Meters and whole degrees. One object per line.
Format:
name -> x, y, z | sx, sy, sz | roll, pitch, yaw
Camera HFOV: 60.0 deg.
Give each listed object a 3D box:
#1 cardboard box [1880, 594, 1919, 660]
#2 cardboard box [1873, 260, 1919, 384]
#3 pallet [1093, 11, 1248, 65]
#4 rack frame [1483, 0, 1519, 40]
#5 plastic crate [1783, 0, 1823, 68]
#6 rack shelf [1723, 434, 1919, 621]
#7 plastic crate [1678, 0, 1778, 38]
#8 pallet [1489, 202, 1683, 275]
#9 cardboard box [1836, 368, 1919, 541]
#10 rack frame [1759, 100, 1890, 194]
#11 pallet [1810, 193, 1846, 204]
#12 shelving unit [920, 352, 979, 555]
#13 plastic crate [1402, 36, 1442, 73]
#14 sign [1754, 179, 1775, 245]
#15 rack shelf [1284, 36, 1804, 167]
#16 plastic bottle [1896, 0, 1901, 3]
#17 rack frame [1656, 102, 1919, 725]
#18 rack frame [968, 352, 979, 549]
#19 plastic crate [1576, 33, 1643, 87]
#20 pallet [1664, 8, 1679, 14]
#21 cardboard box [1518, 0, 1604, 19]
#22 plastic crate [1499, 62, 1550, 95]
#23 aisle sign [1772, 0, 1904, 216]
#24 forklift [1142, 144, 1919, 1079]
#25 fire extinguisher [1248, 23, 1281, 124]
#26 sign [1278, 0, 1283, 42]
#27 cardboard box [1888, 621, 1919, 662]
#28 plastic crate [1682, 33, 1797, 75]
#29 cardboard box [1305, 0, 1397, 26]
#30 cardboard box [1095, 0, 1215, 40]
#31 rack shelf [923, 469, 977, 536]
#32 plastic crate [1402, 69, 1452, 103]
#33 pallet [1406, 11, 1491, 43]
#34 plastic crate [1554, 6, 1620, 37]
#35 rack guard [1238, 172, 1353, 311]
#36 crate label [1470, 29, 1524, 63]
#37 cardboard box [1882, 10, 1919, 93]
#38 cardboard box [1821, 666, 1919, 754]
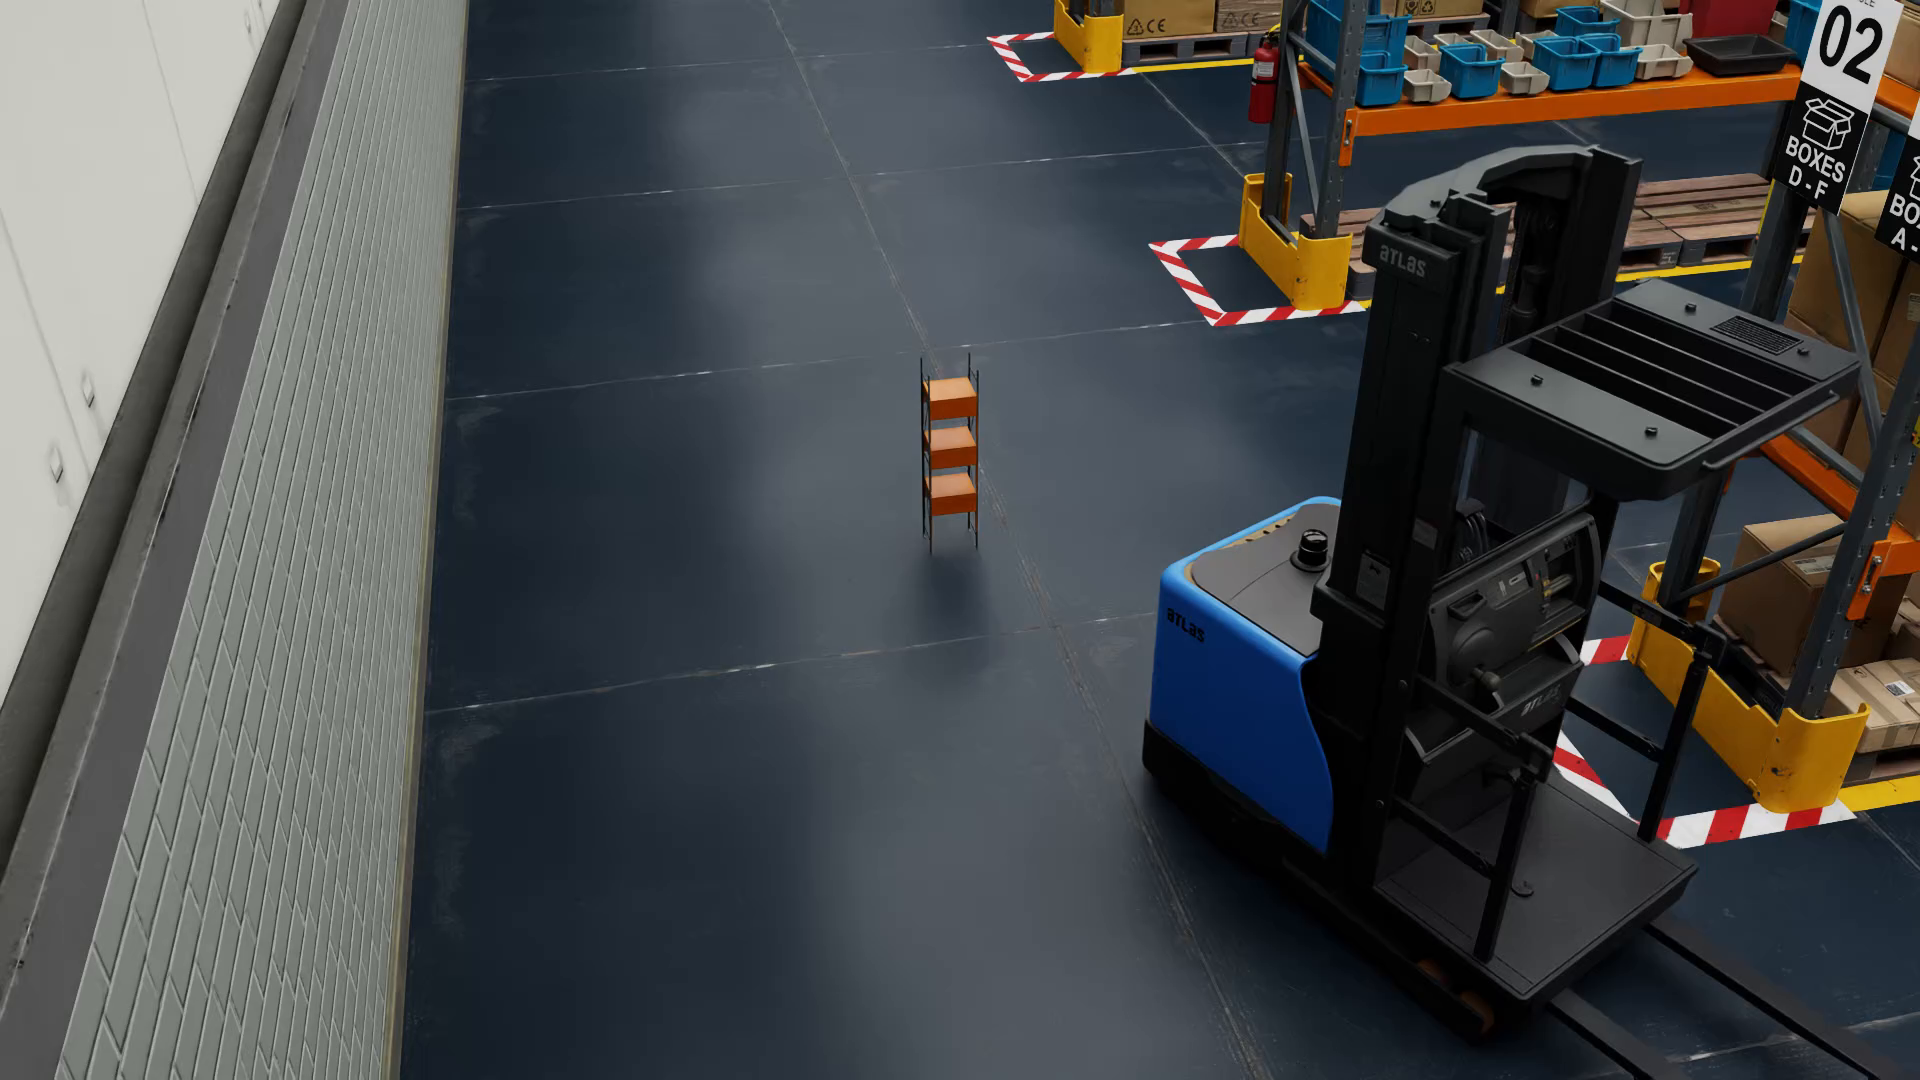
cardboard box -> 4.275, 0.381, 7.638 | 0.250, 0.166, 0.380 | -7, 35, -11
cardboard box -> 3.875, -0.779, 6.232 | 0.500, 0.500, 0.500 | -6, 34, -9
pallet -> 1.965, -4.778, 15.681 | 1.213, 0.211, 1.003 | -7, 35, -11
rack frame -> 5.104, -6.287, 15.427 | 0.127, 3.000, 1.000 | -7, 35, -11
plastic crate -> 5.816, -3.371, 11.042 | 0.575, 0.384, 0.392 | -7, 35, -11
rack shelf -> 5.335, -0.358, 7.237 | 4.000, 0.370, 1.077 | -7, 35, -11
plastic crate -> 5.270, -3.673, 11.421 | 0.583, 0.464, 0.402 | -7, 35, -11
pallet -> 4.295, -2.174, 11.800 | 1.213, 0.211, 1.003 | -7, 35, -11
cardboard box -> 3.875, -0.364, 6.510 | 0.500, 0.500, 0.500 | -6, 34, -10
rack frame -> 6.196, -3.595, 11.416 | 0.127, 3.000, 1.000 | -7, 35, -11
pallet -> 6.958, -2.510, 12.300 | 1.213, 0.211, 1.003 | -7, 35, -11
shelving unit -> -0.052, -0.429, 8.448 | 0.252, 1.050, 0.215 | -7, 35, -11
plastic crate -> 3.050, -3.218, 11.036 | 0.243, 0.136, 0.396 | -7, 35, -11
sign -> 3.281, -1.327, 6.713 | 0.005, 0.325, 0.100 | -7, 35, -11
rack shelf -> 4.246, -3.051, 11.250 | 4.000, 0.370, 1.077 | -7, 35, -11
plastic bottle -> 6.725, -3.824, 11.861 | 0.133, 0.283, 0.061 | -7, 35, -11
rack frame -> 3.384, -0.411, 6.670 | 0.127, 3.000, 1.000 | -7, 35, -11
rack frame -> 0.067, -0.444, 8.470 | 0.008, 1.050, 0.200 | -7, 35, -11
plastic crate -> 4.185, -3.109, 10.788 | 0.300, 0.233, 0.416 | -7, 35, -11
pallet -> 7.032, -5.417, 16.633 | 1.213, 0.211, 1.003 | -7, 35, -11
cardboard box -> 5.724, -5.669, 16.035 | 0.875, 0.875, 1.225 | -7, 35, -10
plastic crate -> 3.601, -2.948, 10.634 | 0.298, 0.136, 0.250 | -7, 35, -11
aisle sign -> 3.250, -1.648, 6.182 | 0.004, 0.787, 0.394 | -7, 35, -11
forklift -> 2.082, 0.279, 5.704 | 1.130, 2.935, 3.031 | -23, 40, -30
fire extinguisher -> 2.048, -3.145, 11.149 | 0.183, 0.674, 0.296 | -7, 35, -11
sign -> 2.158, -3.468, 11.080 | 0.005, 0.325, 0.100 | -7, 35, -11
cardboard box -> 4.465, 0.574, 7.275 | 0.500, 0.250, 0.500 | -7, 35, -11
plastic crate -> 5.164, -3.222, 11.053 | 0.590, 0.125, 0.437 | -7, 35, -11
cardboard box -> 3.564, -5.431, 15.681 | 0.875, 0.875, 0.875 | -7, 35, -11
cardboard box -> 1.809, -5.210, 15.351 | 0.875, 0.875, 0.875 | -7, 35, -11
rack shelf -> -0.052, -0.190, 8.608 | 0.240, 0.259, 0.215 | -7, 35, -11
plastic crate -> 2.939, -2.865, 10.510 | 0.298, 0.136, 0.250 | -7, 35, -11
pallet -> 4.345, -5.078, 16.128 | 1.213, 0.211, 1.003 | -7, 35, -11
plastic crate -> 4.241, -3.451, 11.297 | 0.300, 0.233, 0.416 | -7, 35, -11
rack guard -> 2.274, -2.056, 11.364 | 0.348, 0.500, 1.175 | -7, 35, -11
crate label -> 3.602, -3.293, 11.148 | 0.243, 0.136, 0.396 | -7, 35, -11
cardboard box -> 3.827, -1.801, 6.184 | 0.500, 0.250, 0.500 | -7, 35, -11
cardboard box -> 3.868, 0.726, 7.141 | 0.250, 0.149, 0.380 | -7, 35, -11
